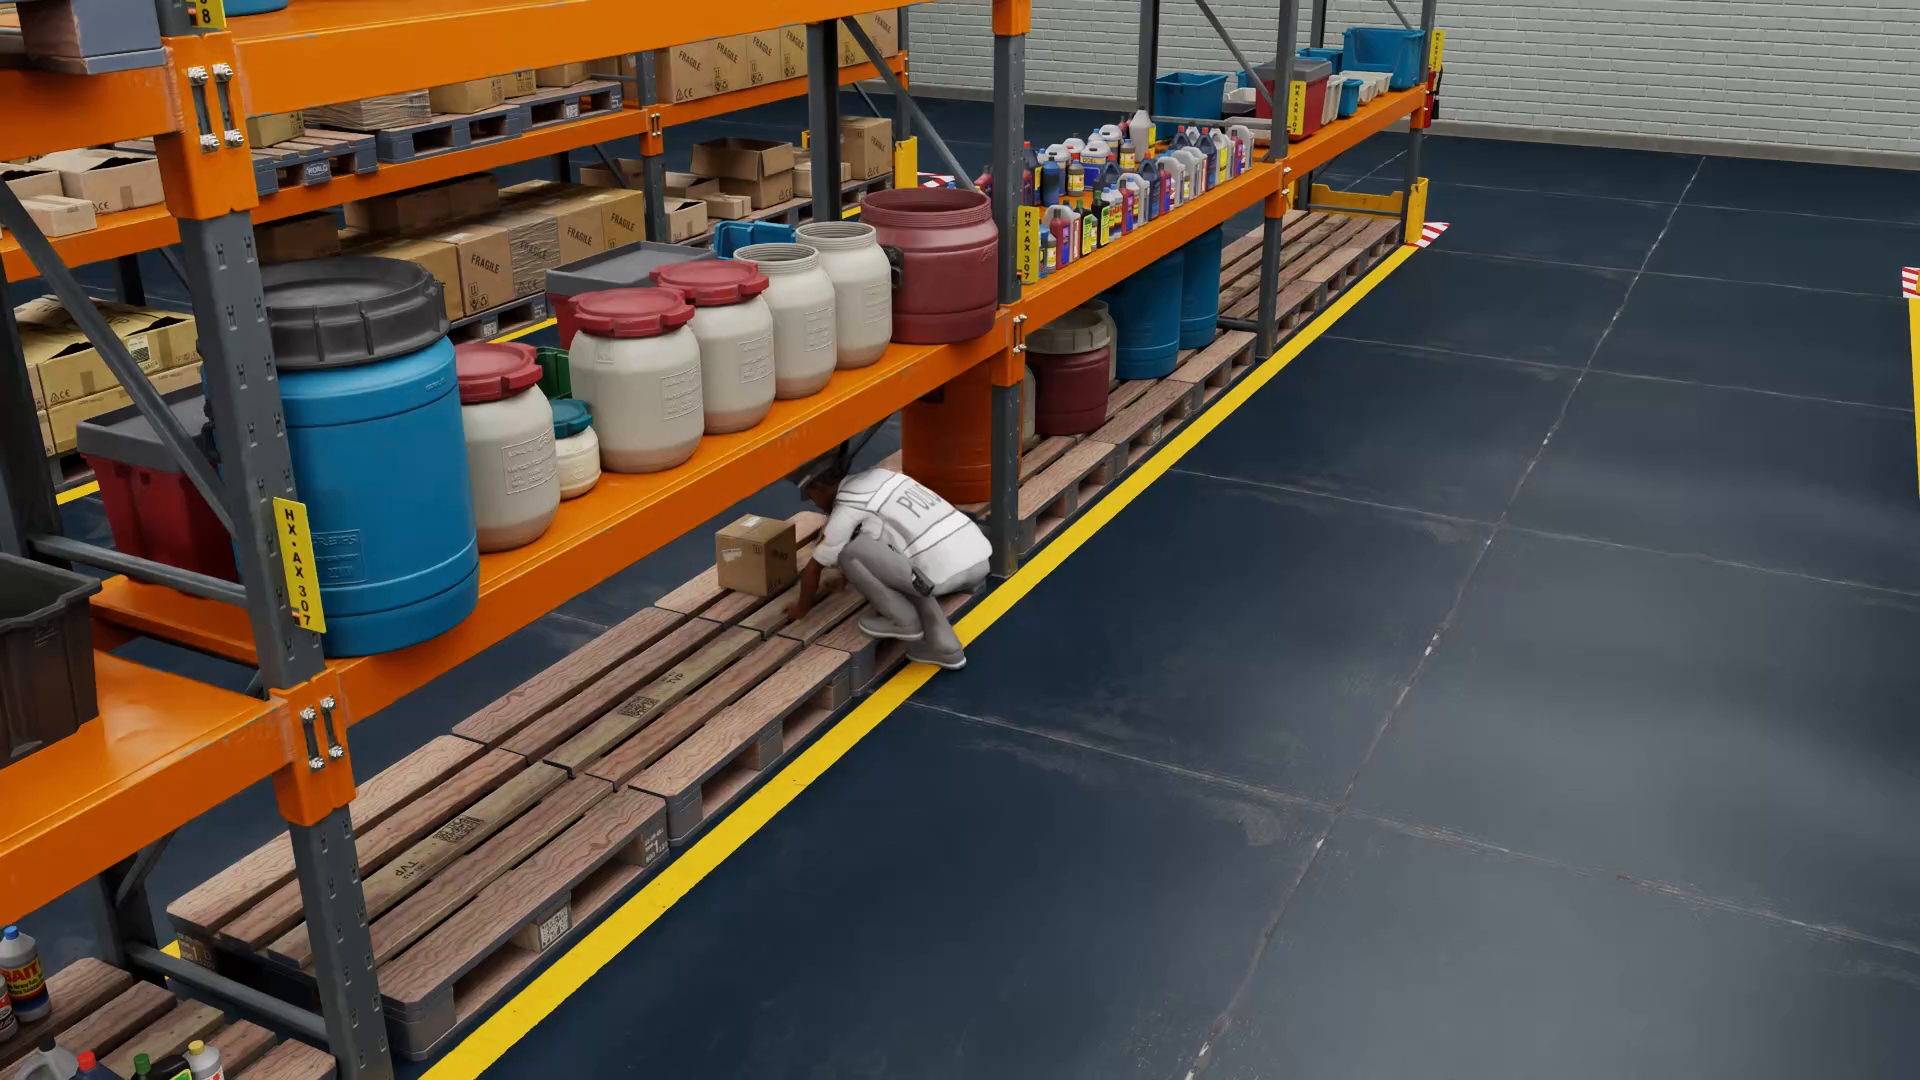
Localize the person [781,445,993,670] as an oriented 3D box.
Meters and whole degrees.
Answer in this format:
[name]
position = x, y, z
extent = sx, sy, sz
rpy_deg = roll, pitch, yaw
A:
[person]
position = -0.310, 0.098, 6.797
extent = 0.886, 0.944, 0.479
rpy_deg = 14, 26, 29
